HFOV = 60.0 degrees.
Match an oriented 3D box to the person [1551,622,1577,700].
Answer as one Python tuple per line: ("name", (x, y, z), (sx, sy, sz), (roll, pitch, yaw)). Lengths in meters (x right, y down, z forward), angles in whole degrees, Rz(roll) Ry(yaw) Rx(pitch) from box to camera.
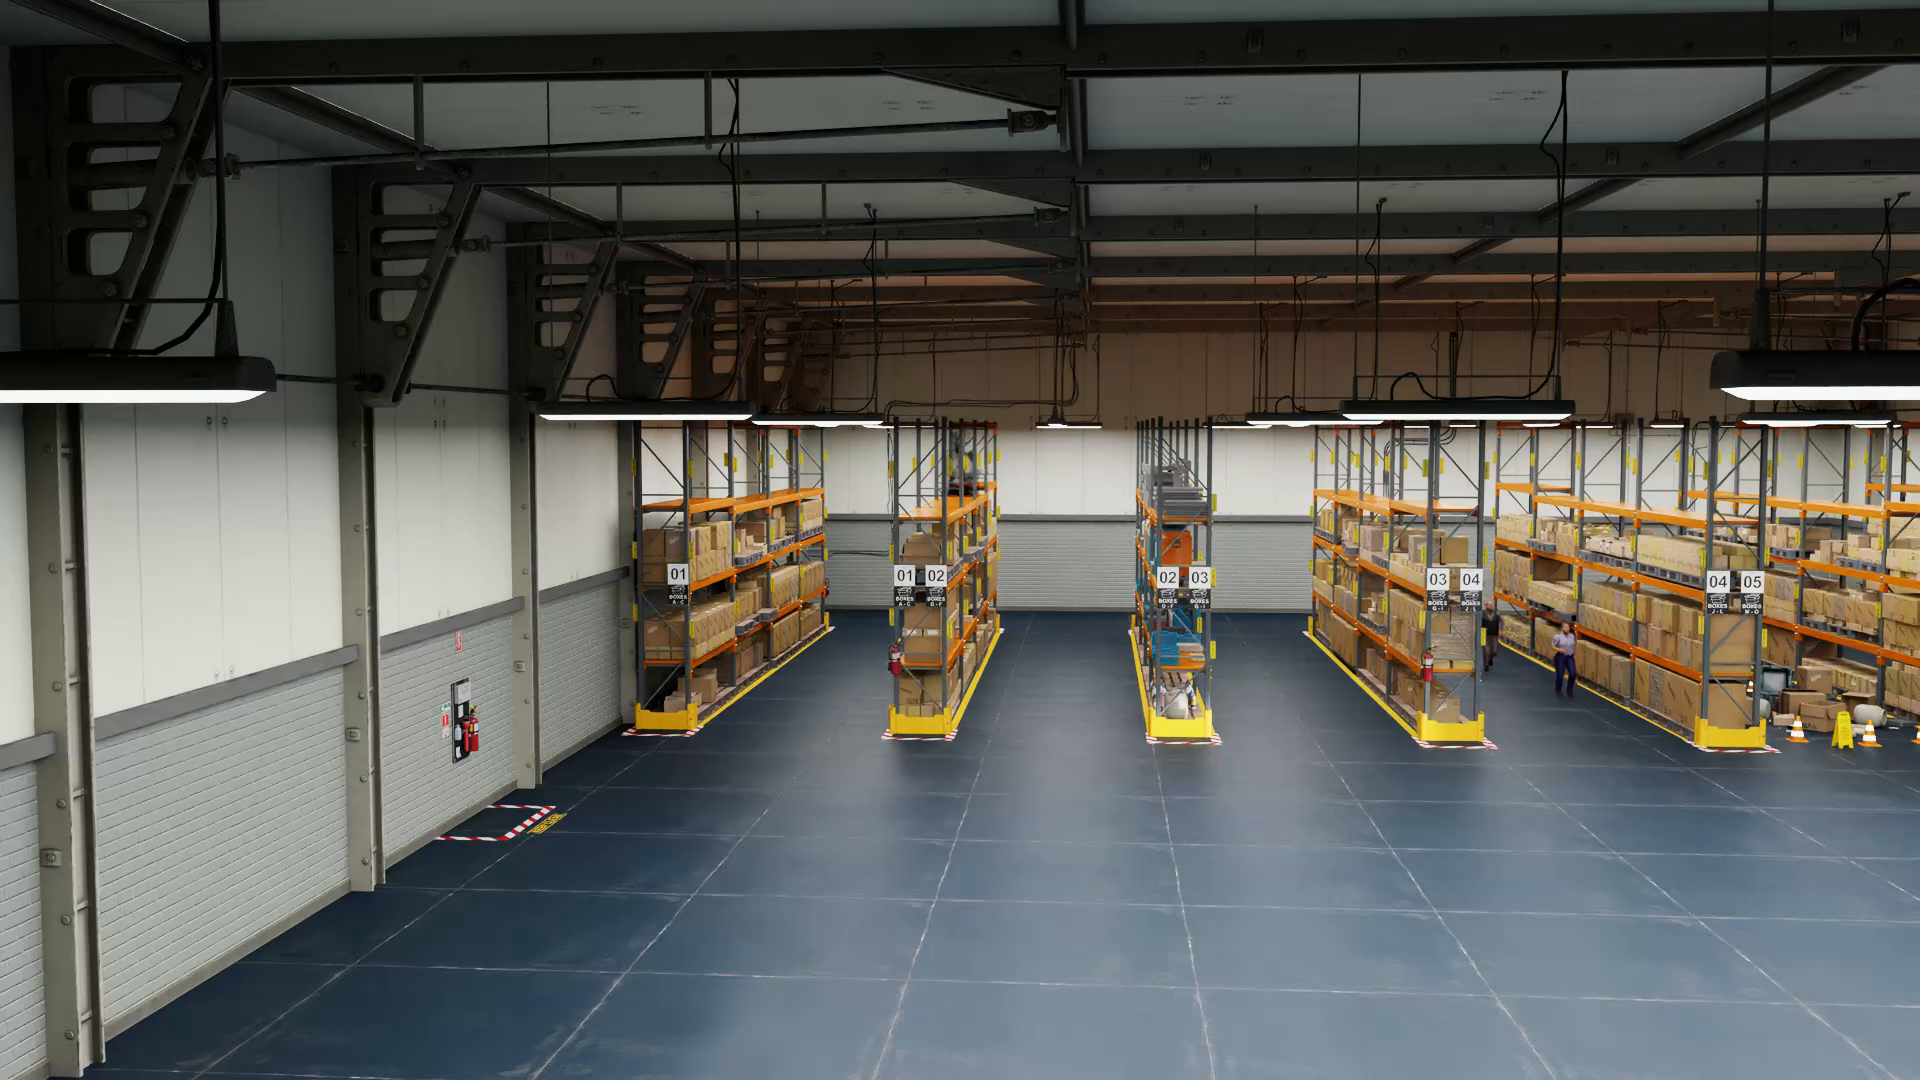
("person", (12.939, 2.600, 35.585), (0.597, 1.679, 0.695), (0, 4, 1))

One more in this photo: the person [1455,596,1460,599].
("person", (14.163, 1.876, 47.299), (0.566, 1.494, 0.613), (-1, 4, -13))

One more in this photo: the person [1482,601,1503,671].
("person", (12.681, 2.288, 39.814), (0.692, 1.680, 0.599), (0, 4, 3))

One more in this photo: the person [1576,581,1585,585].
("person", (16.977, 1.953, 45.339), (0.581, 1.713, 0.729), (-1, 4, -10))
